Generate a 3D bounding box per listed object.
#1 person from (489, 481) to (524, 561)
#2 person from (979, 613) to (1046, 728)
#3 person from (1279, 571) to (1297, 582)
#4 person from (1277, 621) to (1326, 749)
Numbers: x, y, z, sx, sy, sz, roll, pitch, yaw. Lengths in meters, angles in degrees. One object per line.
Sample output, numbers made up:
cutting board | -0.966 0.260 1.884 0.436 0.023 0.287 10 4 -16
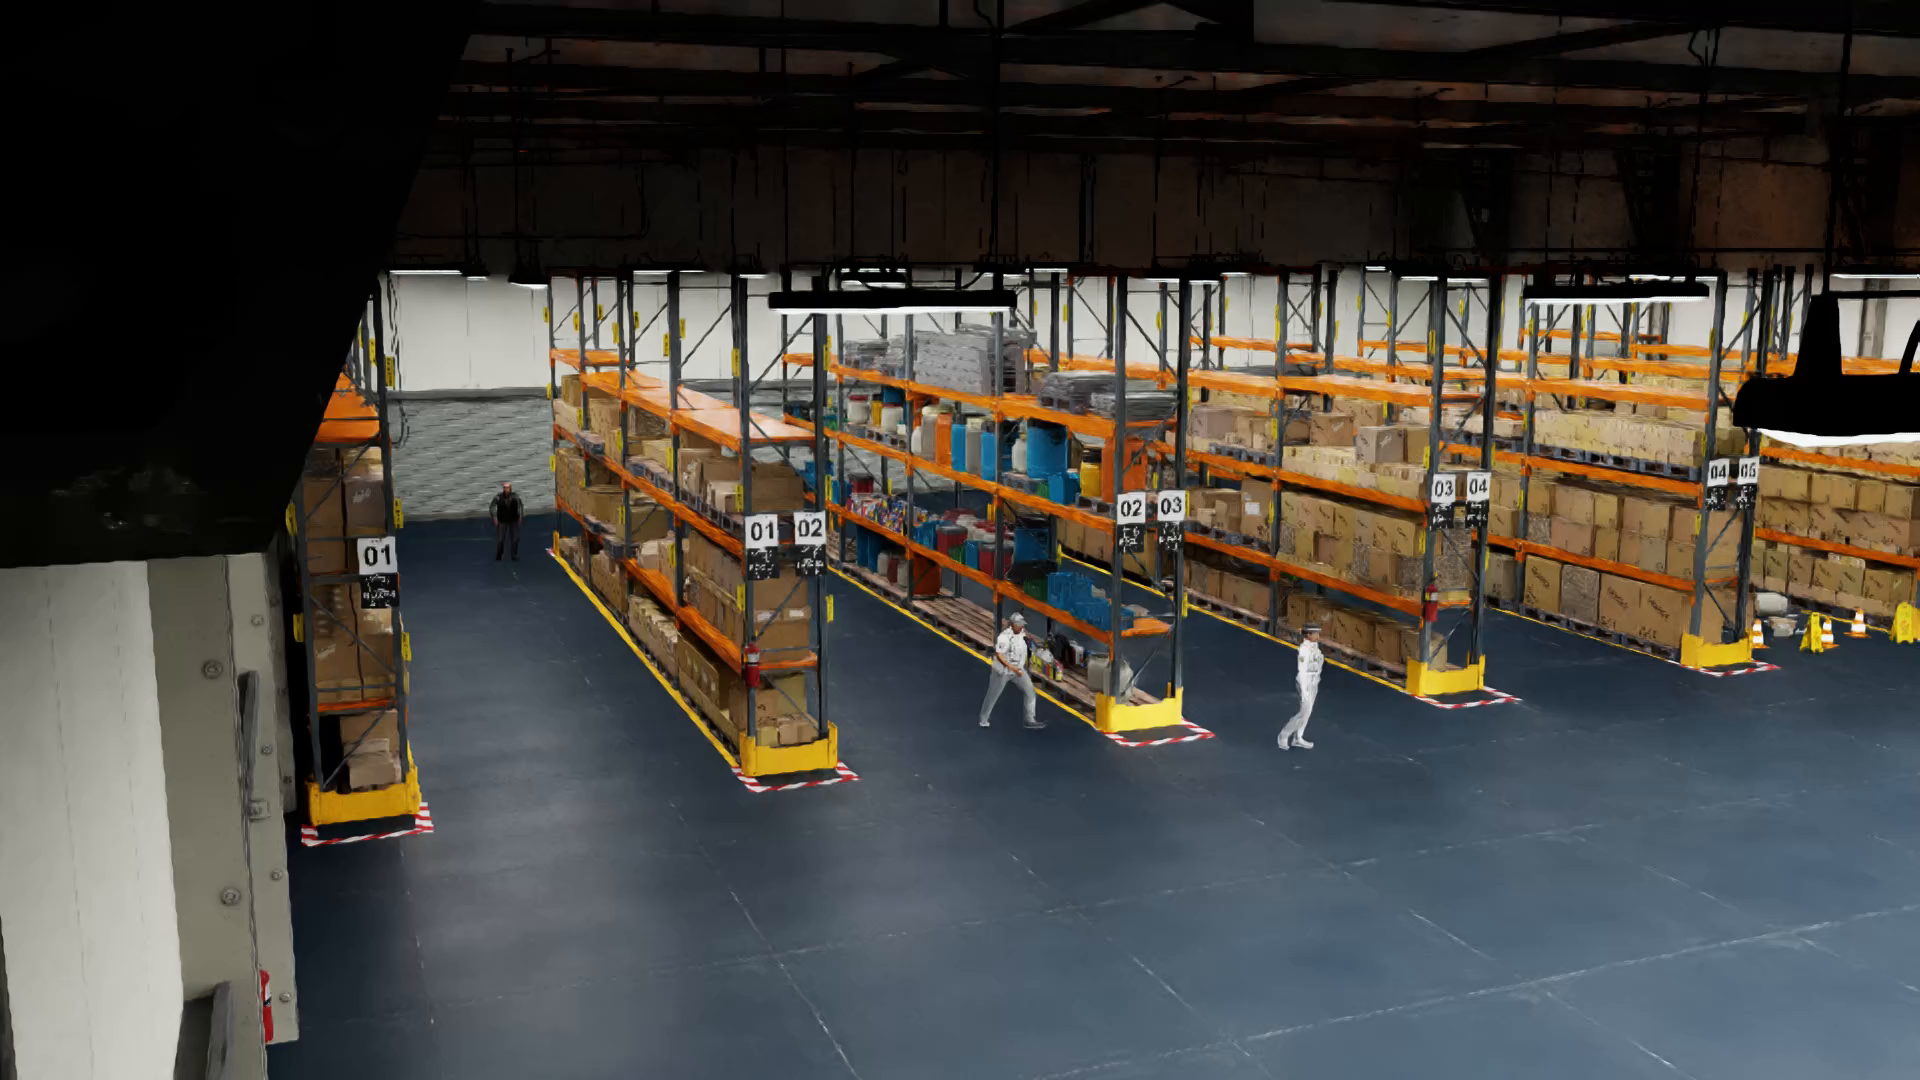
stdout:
person | -9.280 -0.387 34.080 0.677 1.674 0.534 -4 11 -22
person | 0.664 1.719 22.153 0.655 1.594 0.824 -8 13 -38
person | 6.116 0.205 30.451 0.550 1.709 1.128 -4 11 -23
person | 4.347 1.859 21.200 0.497 1.660 0.638 5 11 27
